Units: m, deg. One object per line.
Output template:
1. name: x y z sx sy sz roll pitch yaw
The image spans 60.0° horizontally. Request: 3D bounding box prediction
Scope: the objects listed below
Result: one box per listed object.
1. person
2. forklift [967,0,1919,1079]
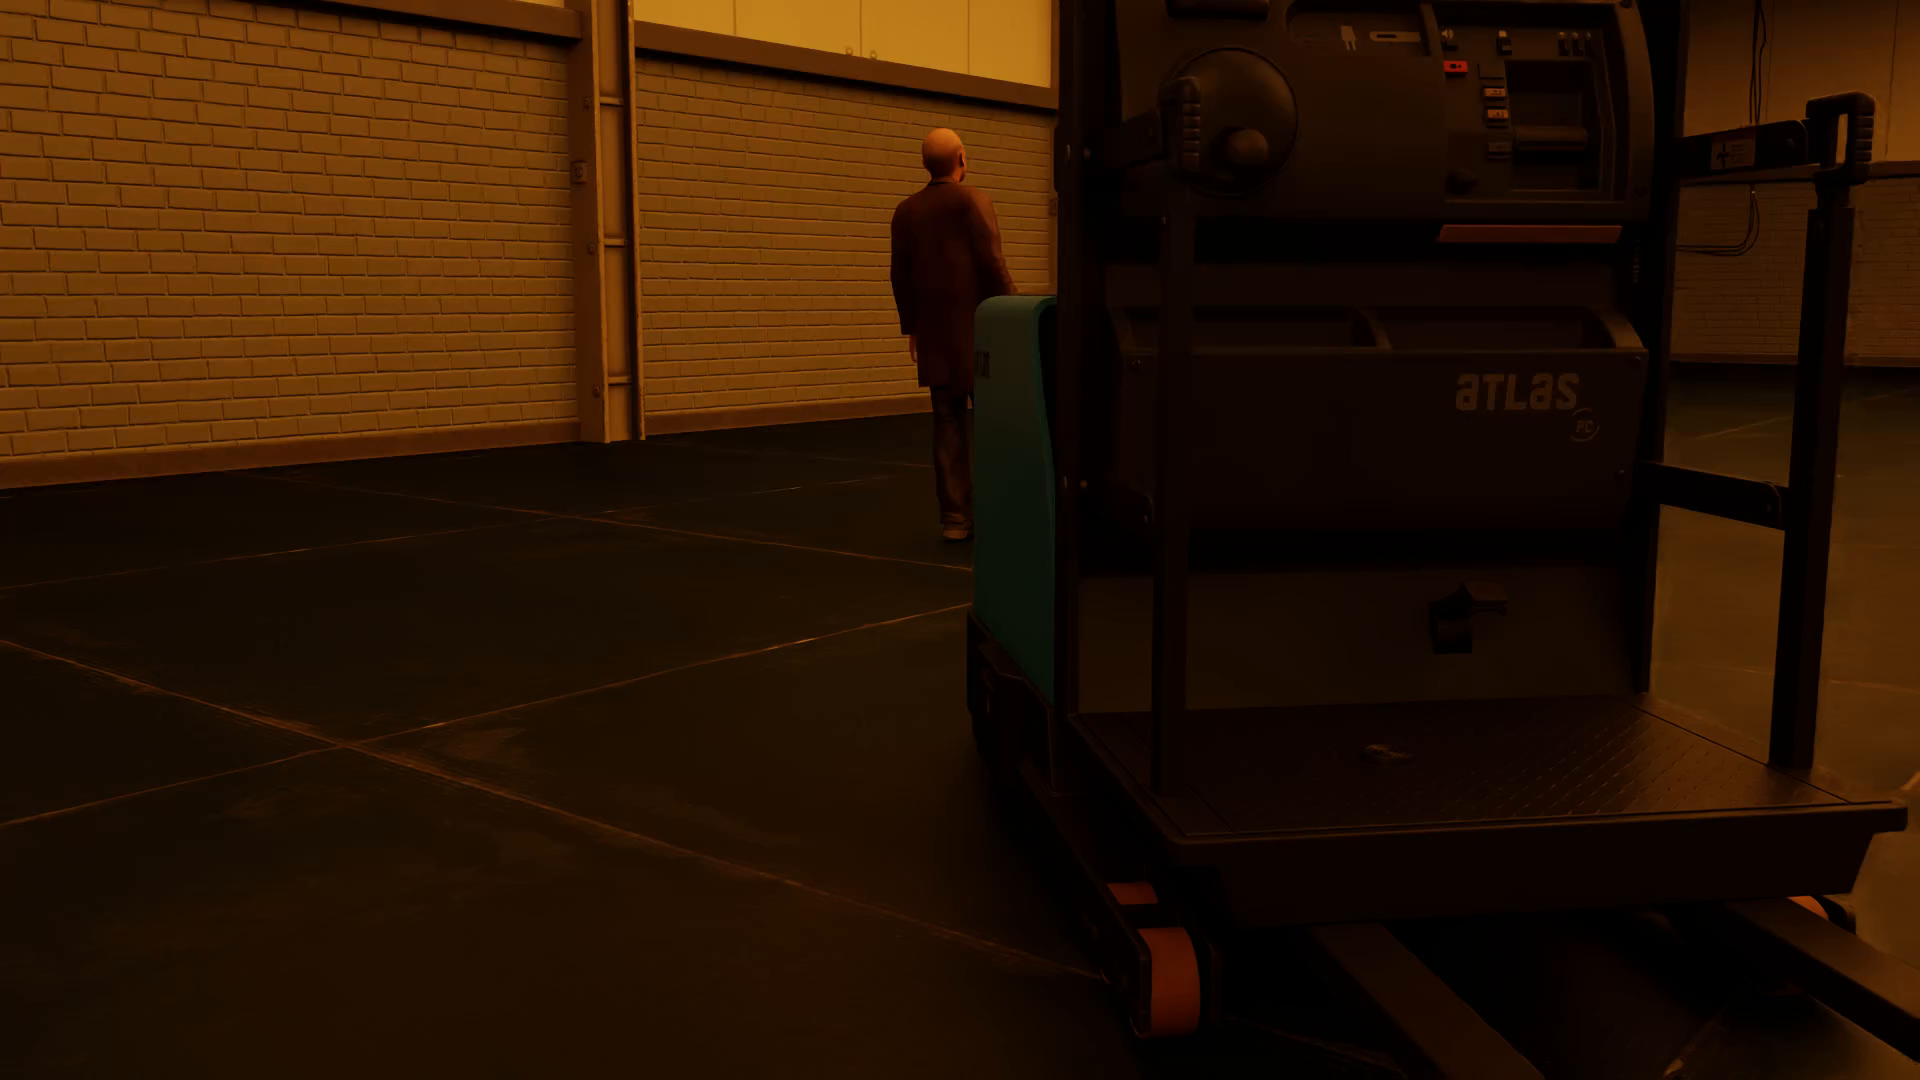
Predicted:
1. person: 0.061 -0.897 7.344 0.698 1.777 0.579 7 11 38
2. forklift: 0.748 -0.776 2.583 1.130 2.935 3.031 -1 8 -8
